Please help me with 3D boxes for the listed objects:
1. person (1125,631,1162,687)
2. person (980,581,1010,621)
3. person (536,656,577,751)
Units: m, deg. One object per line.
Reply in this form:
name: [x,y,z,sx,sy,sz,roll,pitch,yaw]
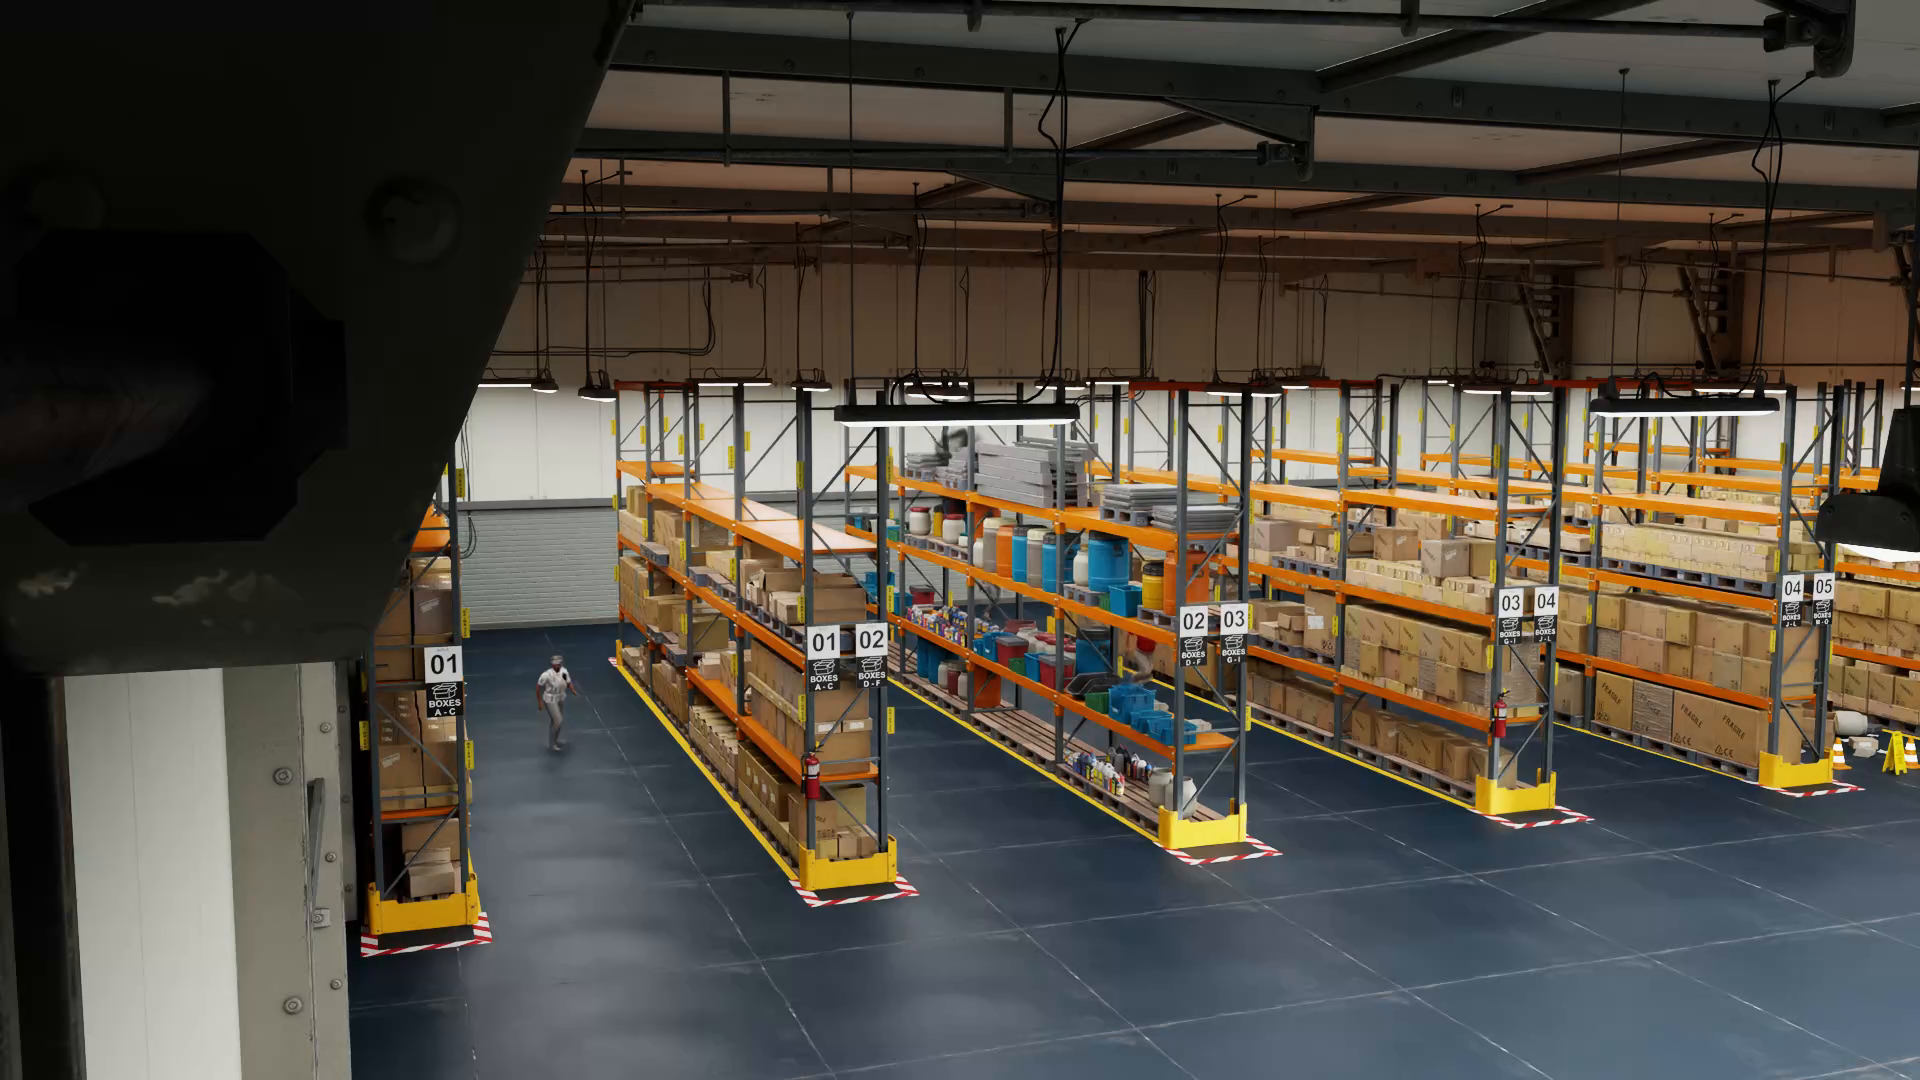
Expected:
person: [3.526,2.202,31.382,0.636,1.652,0.728,-4,7,-36]
person: [0.875,1.204,41.072,0.661,1.590,0.587,6,8,44]
person: [-6.610,2.681,27.398,0.800,1.643,0.605,3,7,29]
